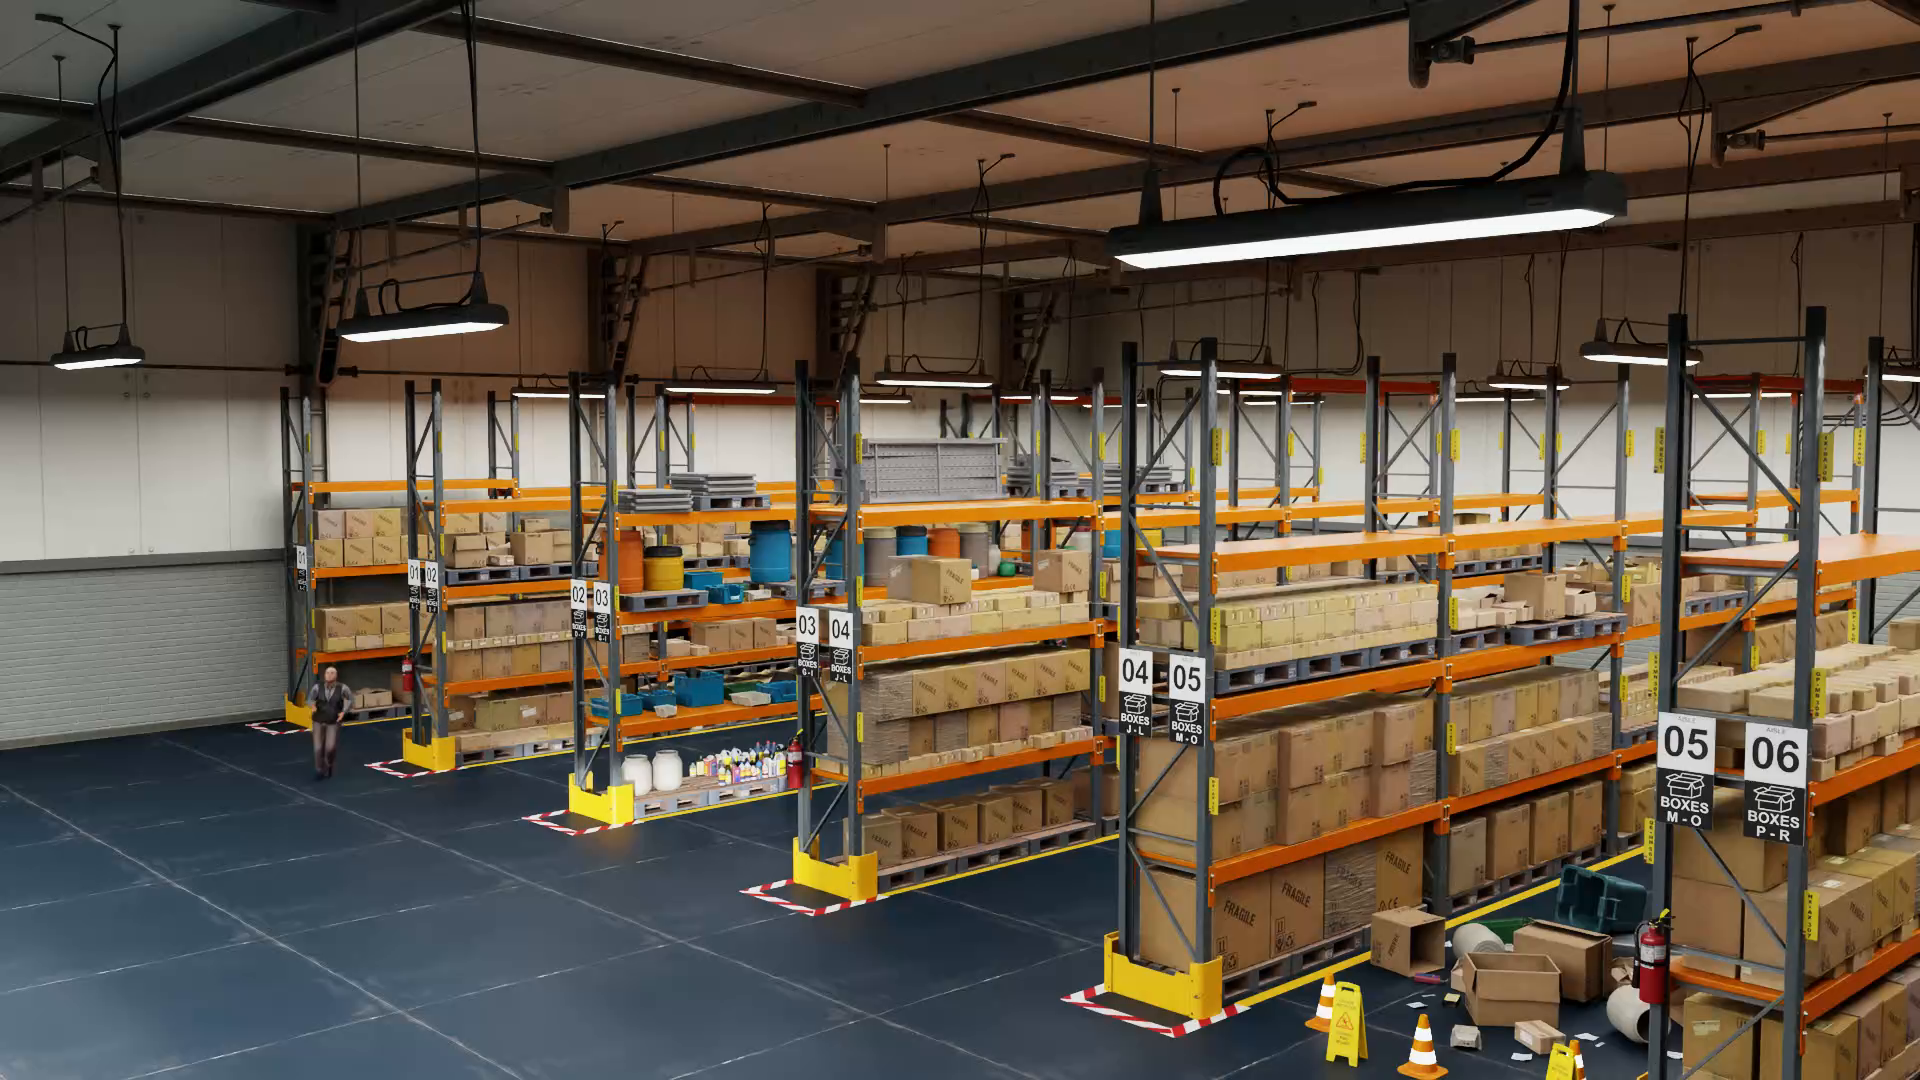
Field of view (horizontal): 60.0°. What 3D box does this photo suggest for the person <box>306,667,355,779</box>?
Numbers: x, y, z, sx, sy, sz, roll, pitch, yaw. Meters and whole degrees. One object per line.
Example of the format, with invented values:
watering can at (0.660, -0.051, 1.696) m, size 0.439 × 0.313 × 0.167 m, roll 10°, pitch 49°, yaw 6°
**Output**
person at (-9.404, 2.740, 24.793) m, size 0.669 × 1.687 × 0.636 m, roll -1°, pitch 4°, yaw -10°
